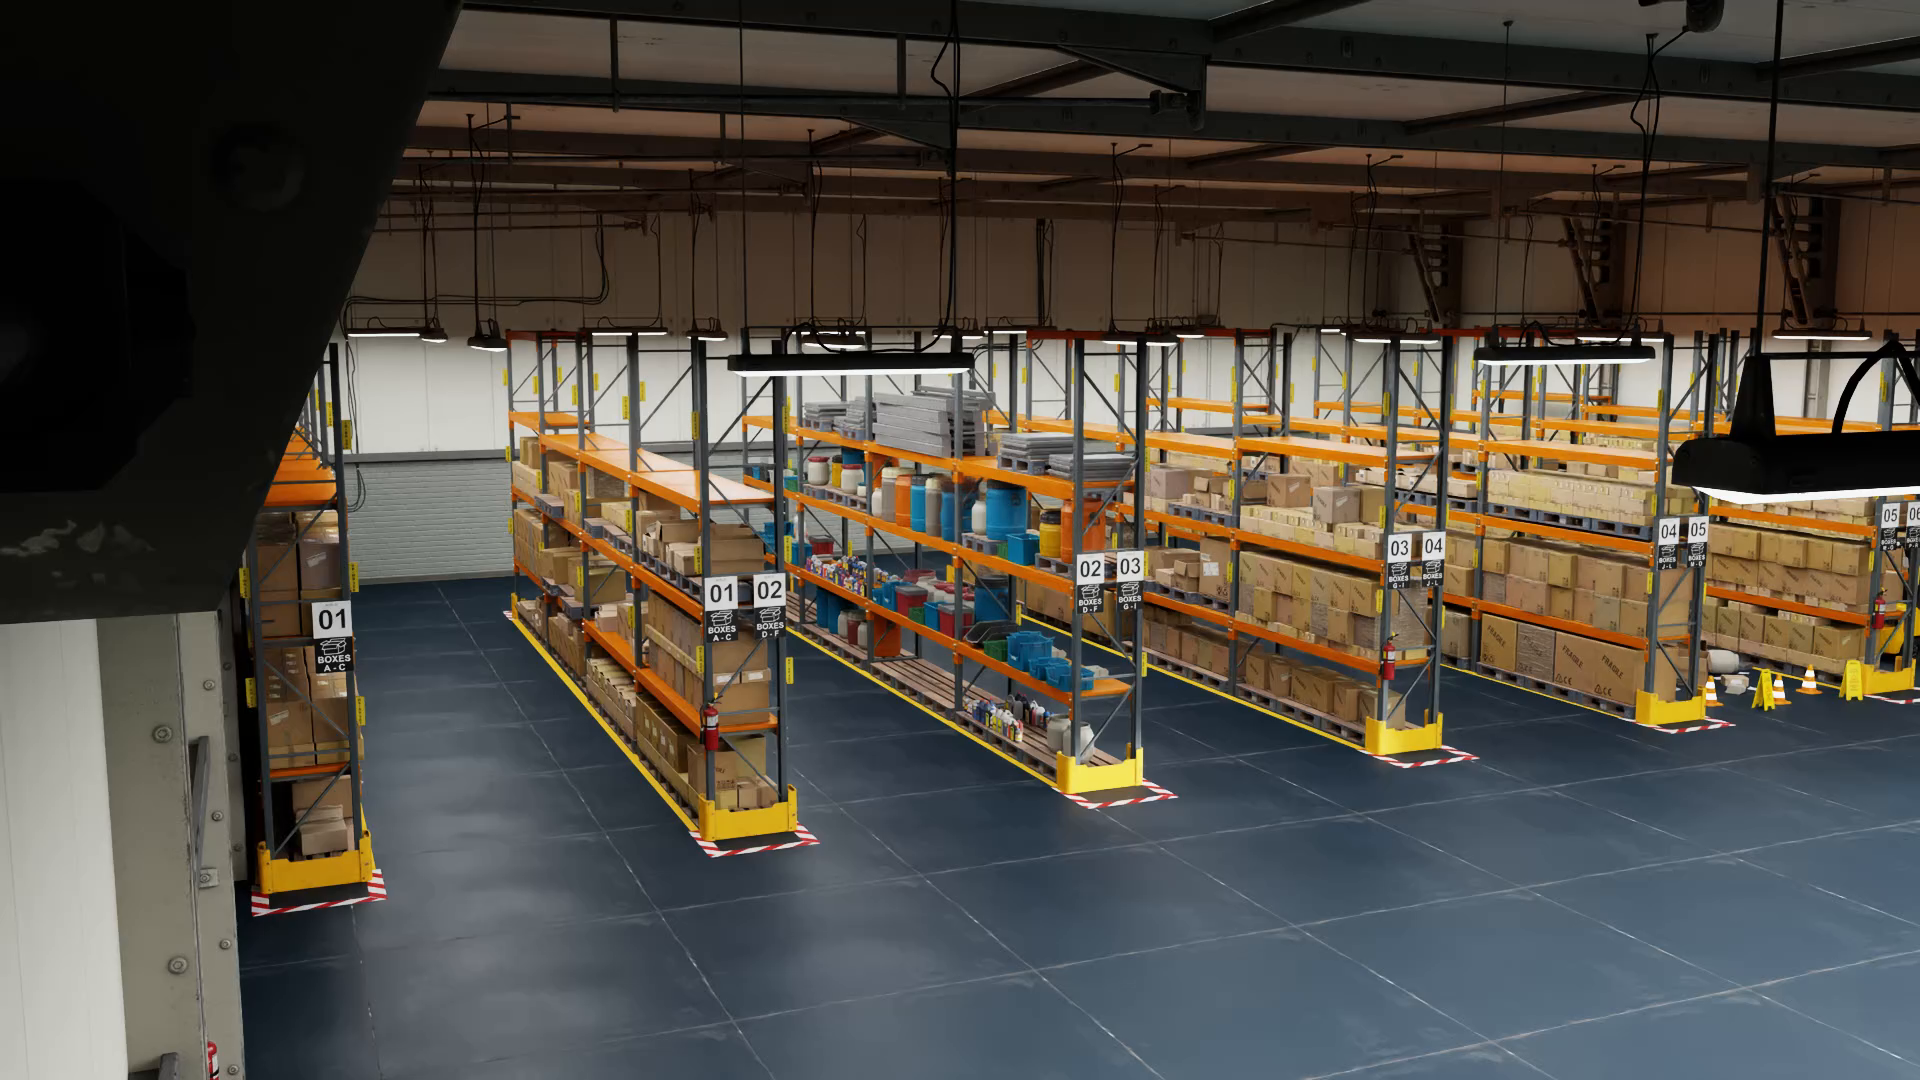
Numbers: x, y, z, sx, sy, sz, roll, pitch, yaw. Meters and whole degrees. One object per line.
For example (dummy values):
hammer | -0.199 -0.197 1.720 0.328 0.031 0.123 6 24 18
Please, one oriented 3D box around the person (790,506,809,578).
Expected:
person | -3.789 0.044 39.761 0.786 1.781 0.549 0 8 0
